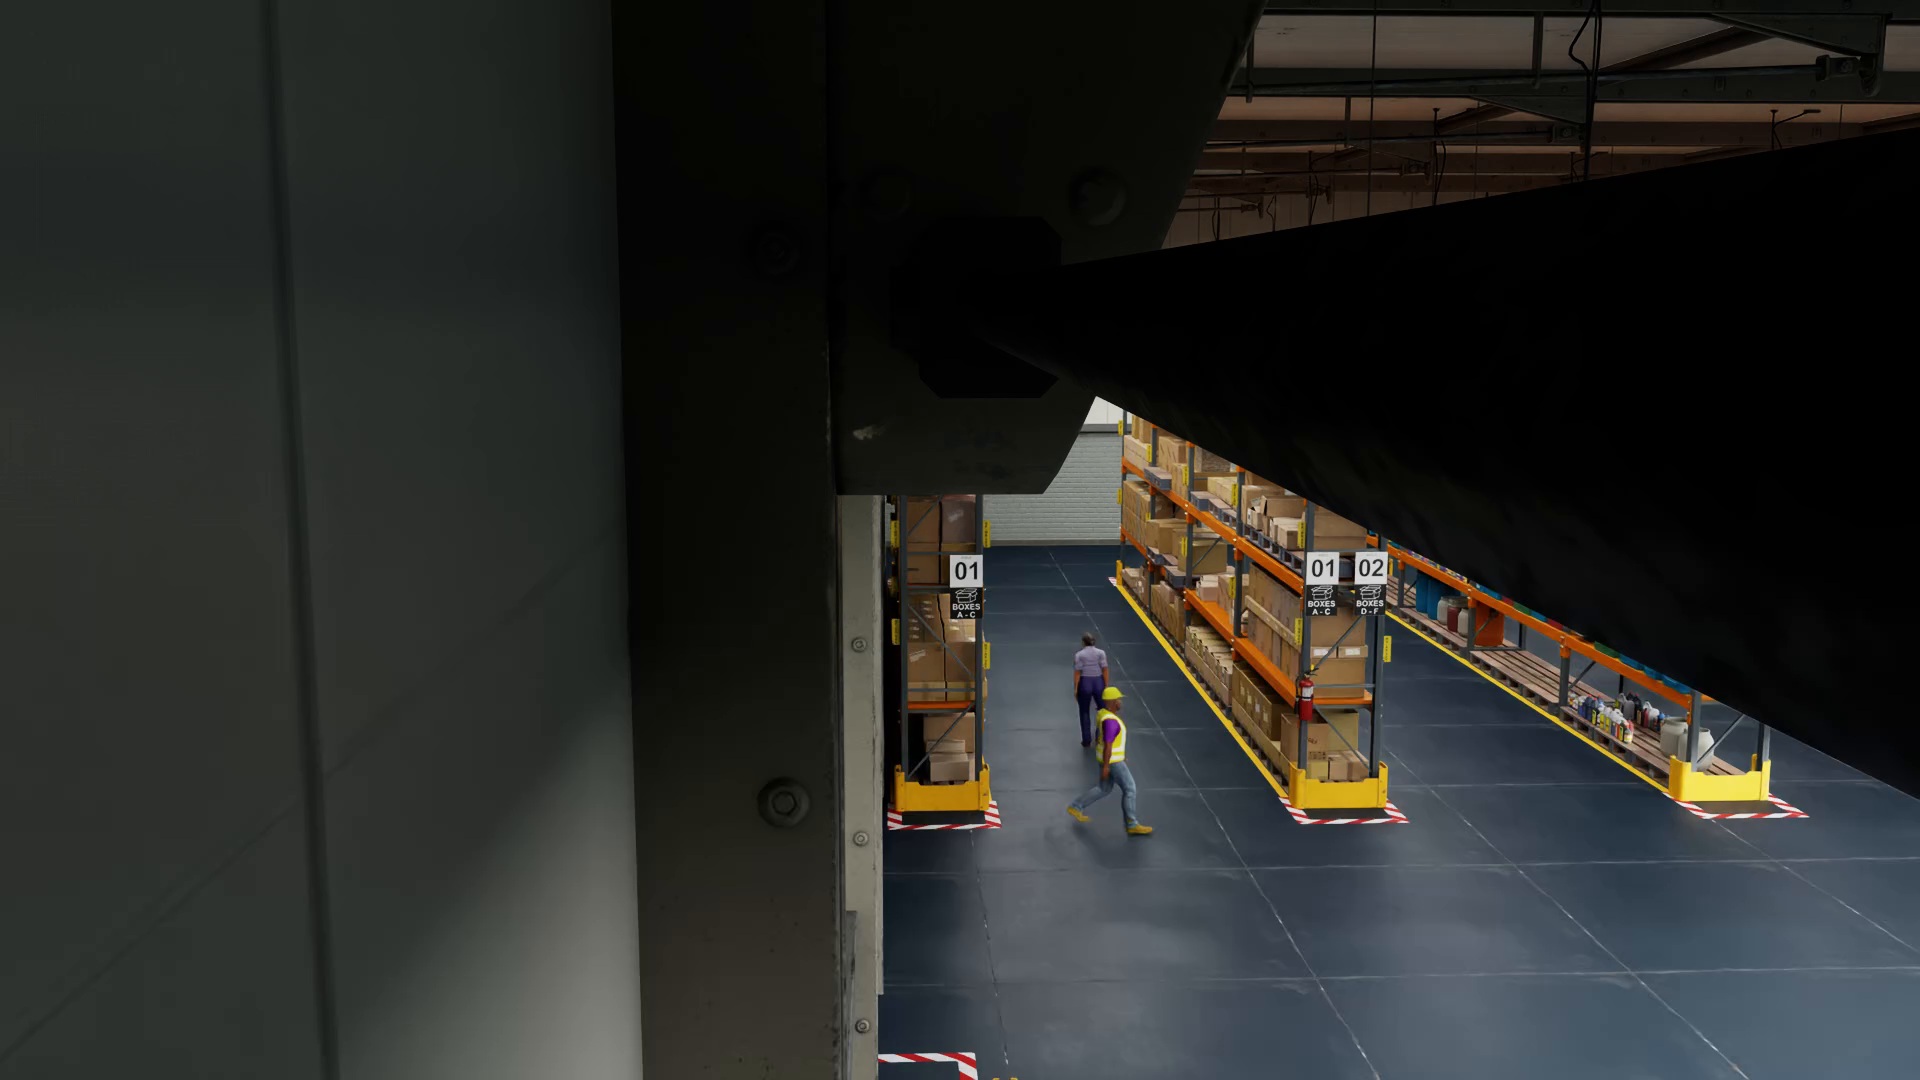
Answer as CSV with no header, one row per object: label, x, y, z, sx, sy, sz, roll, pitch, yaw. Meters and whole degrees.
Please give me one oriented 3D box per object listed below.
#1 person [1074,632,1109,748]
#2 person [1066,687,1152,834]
person,1.868,2.105,23.282,0.550,1.643,0.501,-1,8,-4
person,1.766,2.594,19.695,0.963,1.719,0.564,-1,8,-7
